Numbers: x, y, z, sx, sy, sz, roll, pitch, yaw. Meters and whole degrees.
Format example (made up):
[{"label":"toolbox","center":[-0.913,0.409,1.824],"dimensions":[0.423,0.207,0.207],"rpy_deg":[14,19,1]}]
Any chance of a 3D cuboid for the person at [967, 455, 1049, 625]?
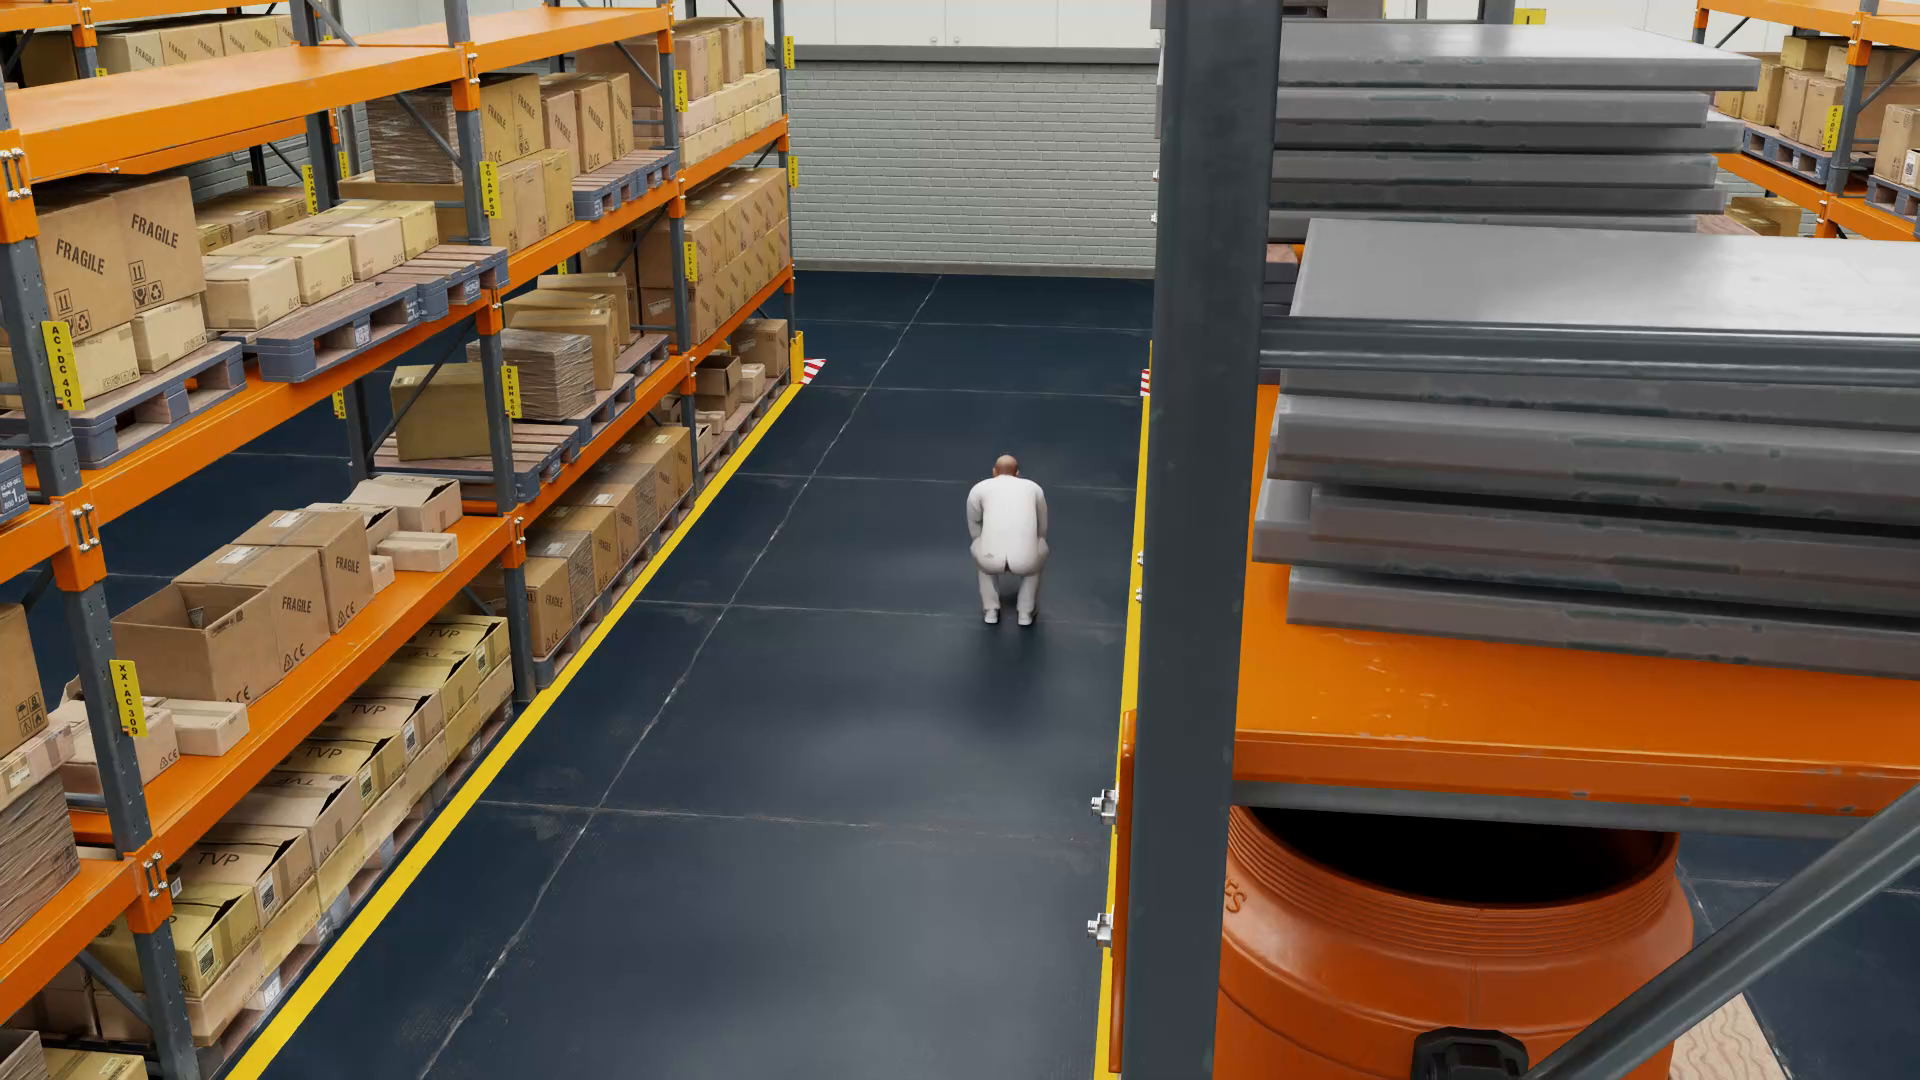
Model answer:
[{"label":"person","center":[0.343,0.013,12.045],"dimensions":[0.616,1.084,0.873],"rpy_deg":[2,21,6]}]
